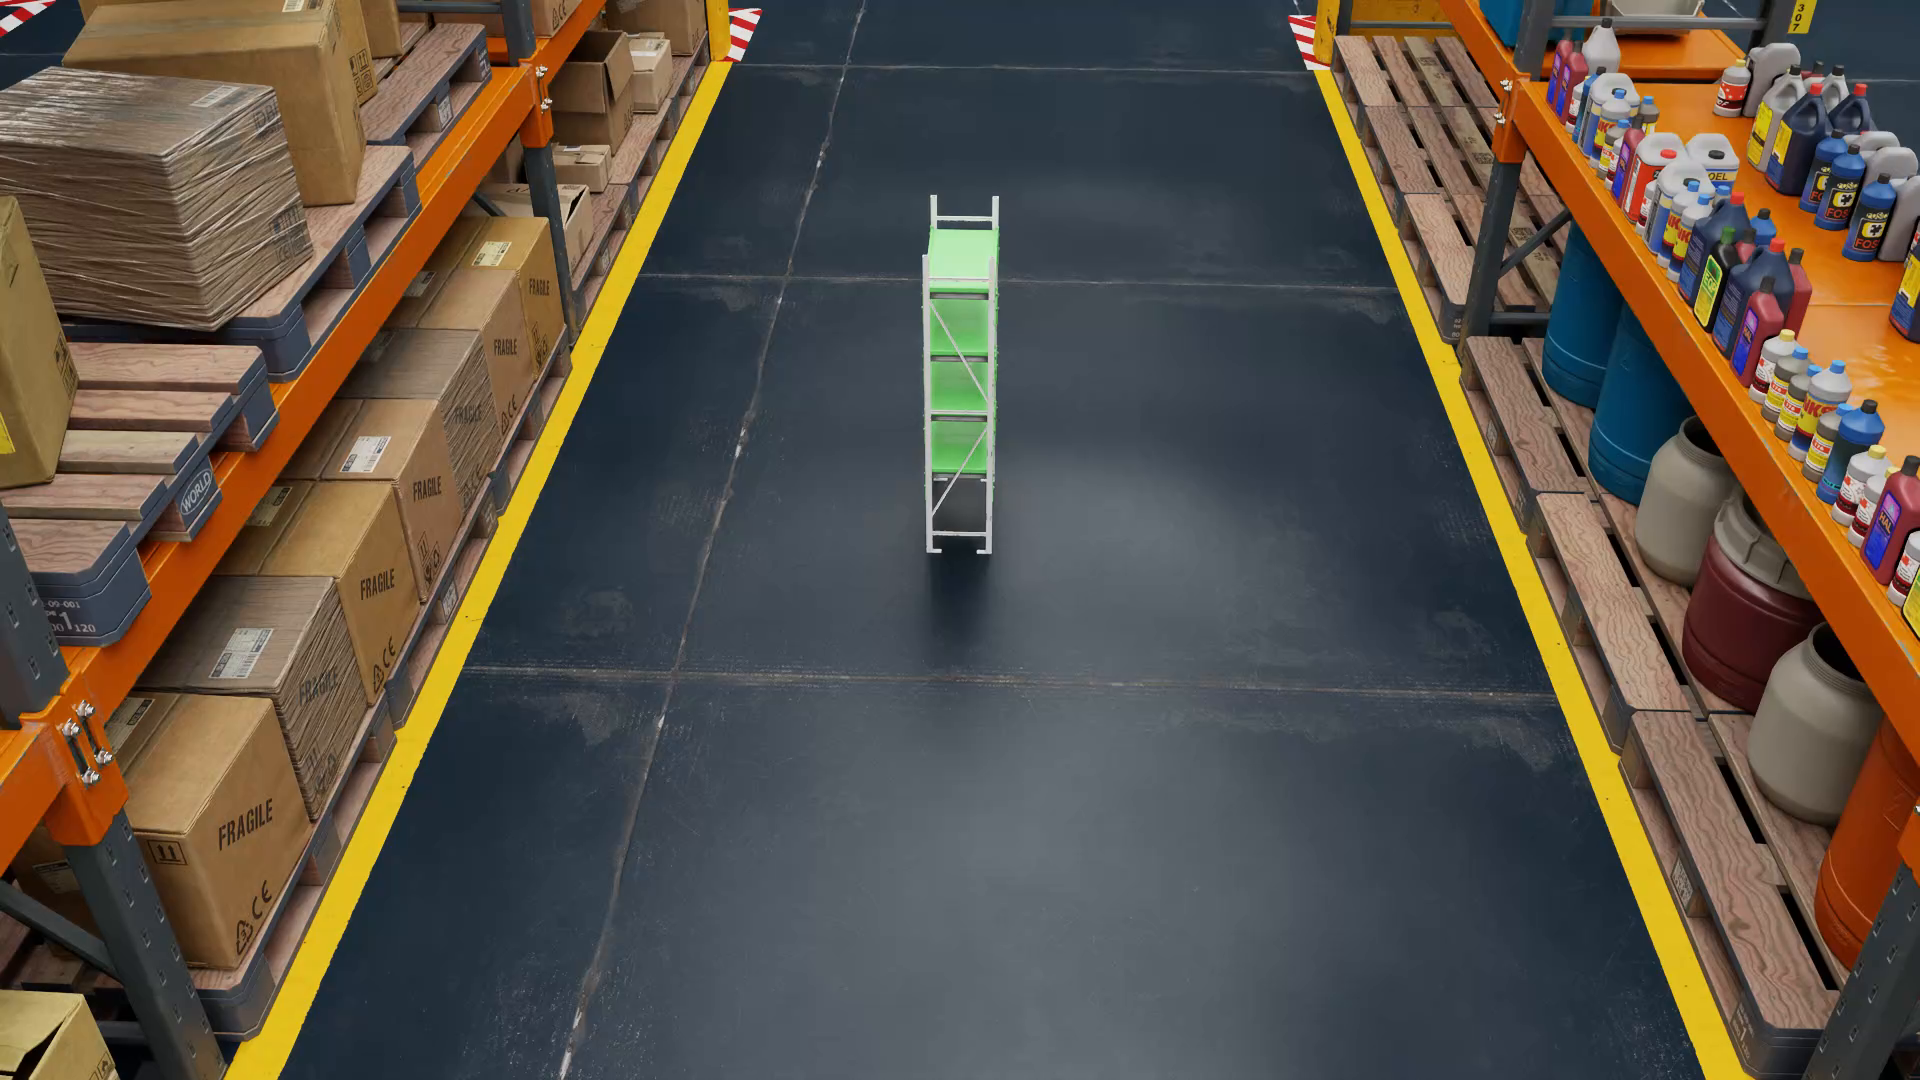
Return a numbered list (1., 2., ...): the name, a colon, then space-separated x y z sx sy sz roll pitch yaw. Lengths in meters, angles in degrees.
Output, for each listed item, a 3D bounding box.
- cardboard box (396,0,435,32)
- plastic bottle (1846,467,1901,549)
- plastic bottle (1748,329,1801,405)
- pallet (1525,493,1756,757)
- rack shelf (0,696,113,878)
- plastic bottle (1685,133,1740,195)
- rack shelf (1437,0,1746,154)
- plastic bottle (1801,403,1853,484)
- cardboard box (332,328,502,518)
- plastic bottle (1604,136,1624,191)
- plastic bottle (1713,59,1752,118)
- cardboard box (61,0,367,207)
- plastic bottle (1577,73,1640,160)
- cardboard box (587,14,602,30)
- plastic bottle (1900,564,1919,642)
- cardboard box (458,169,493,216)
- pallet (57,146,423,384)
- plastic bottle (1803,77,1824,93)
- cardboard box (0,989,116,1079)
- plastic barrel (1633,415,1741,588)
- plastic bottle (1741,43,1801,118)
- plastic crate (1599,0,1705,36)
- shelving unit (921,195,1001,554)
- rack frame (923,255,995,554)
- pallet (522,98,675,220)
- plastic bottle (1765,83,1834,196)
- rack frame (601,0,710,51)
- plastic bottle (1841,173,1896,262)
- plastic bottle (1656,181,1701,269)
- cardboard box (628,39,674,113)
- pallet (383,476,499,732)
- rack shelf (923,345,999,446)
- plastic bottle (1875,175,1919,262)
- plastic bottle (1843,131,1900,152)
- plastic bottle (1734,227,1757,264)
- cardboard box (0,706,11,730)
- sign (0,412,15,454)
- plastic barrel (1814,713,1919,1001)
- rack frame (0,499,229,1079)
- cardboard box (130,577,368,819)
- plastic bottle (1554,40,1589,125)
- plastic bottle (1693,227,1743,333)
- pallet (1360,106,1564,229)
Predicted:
1. cardboard box: -2.471 -2.468 7.066 0.500 0.500 0.500 2 35 3
2. plastic bottle: 2.176 -0.079 3.926 0.097 0.201 0.097 0 35 0
3. plastic bottle: 2.204 -0.470 4.483 0.097 0.201 0.097 0 35 0
4. pallet: 2.596 0.268 5.684 1.003 0.211 1.213 1 35 2
5. rack shelf: -2.475 1.607 1.980 1.077 0.370 4.000 1 35 2
6. plastic bottle: 2.430 -1.174 5.420 0.152 0.276 0.135 1 35 2
7. rack shelf: 2.795 -2.872 8.354 1.077 0.370 4.000 1 35 2
8. plastic bottle: 2.188 -0.247 4.165 0.097 0.201 0.097 0 35 0
9. cardboard box: -2.017 -0.429 6.043 0.500 0.500 0.500 2 35 2
10. plastic bottle: 2.261 -1.291 5.651 0.097 0.201 0.097 0 35 0
11. plastic bottle: 2.897 -1.695 6.225 0.097 0.201 0.097 0 35 0
12. cardboard box: -2.244 -1.330 5.082 0.700 0.500 0.500 -7 36 -10
13. plastic bottle: 2.301 -1.499 5.883 0.152 0.276 0.135 1 35 2
14. cardboard box: -2.399 -2.894 9.768 0.500 0.250 0.500 1 35 2
15. plastic bottle: 2.144 0.086 3.620 0.061 0.283 0.133 1 35 2
16. cardboard box: -2.495 -1.625 7.745 0.500 0.500 0.500 1 35 2
17. pallet: -2.322 -0.875 5.053 1.003 0.211 1.213 1 35 2
18. plastic bottle: 3.007 -1.523 5.916 0.152 0.276 0.135 1 35 2
19. cardboard box: -2.170 1.194 3.480 0.500 0.311 0.500 2 35 3
20. plastic barrel: 2.536 -0.130 5.625 0.421 0.512 0.421 0 35 0
21. plastic bottle: 3.022 -1.733 6.215 0.152 0.276 0.135 1 35 2
22. plastic crate: 2.876 -2.198 6.946 0.396 0.136 0.243 1 35 2
23. shelving unit: 0.007 -0.586 6.040 0.258 1.200 0.503 1 35 2
24. rack frame: -0.003 -0.446 5.841 0.240 1.200 0.015 1 35 2
25. pallet: -2.160 -2.090 9.041 1.003 0.211 1.213 1 35 2
26. plastic bottle: 2.853 -1.359 5.618 0.144 0.351 0.185 1 35 2
27. rack frame: -2.074 -4.432 9.948 1.000 3.000 0.127 1 35 2
28. plastic bottle: 2.847 -1.013 5.195 0.097 0.271 0.097 0 35 0
29. plastic bottle: 2.237 -0.977 5.143 0.097 0.271 0.097 0 35 0
30. cardboard box: -1.918 -2.624 9.384 0.500 0.250 0.500 1 35 2
31. pallet: -2.276 0.178 5.814 1.003 0.211 1.213 1 35 2
32. rack shelf: 0.007 -0.534 6.077 0.258 0.148 0.480 1 35 2
33. plastic bottle: 2.972 -1.023 5.204 0.152 0.276 0.135 1 35 2
34. plastic bottle: 2.987 -1.233 5.504 0.152 0.276 0.135 1 35 2
35. plastic bottle: 2.264 -0.752 4.813 0.061 0.283 0.133 1 35 2
36. cardboard box: -2.592 0.464 4.772 0.500 0.500 0.500 3 35 4
37. sign: -1.840 -0.299 3.059 0.100 0.325 0.005 1 35 2
38. plastic barrel: 2.557 0.715 4.146 0.600 0.830 0.708 1 35 2
39. rack frame: -2.395 0.164 3.408 1.000 3.000 0.127 1 35 2
40. cardboard box: -2.076 0.451 4.791 0.500 0.500 0.500 0 35 0
41. plastic bottle: 2.268 -1.692 6.151 0.061 0.283 0.133 1 35 2
42. plastic bottle: 2.203 -0.753 4.815 0.061 0.283 0.133 1 35 2
43. pallet: 2.752 -2.003 8.916 1.003 0.211 1.213 1 35 2
